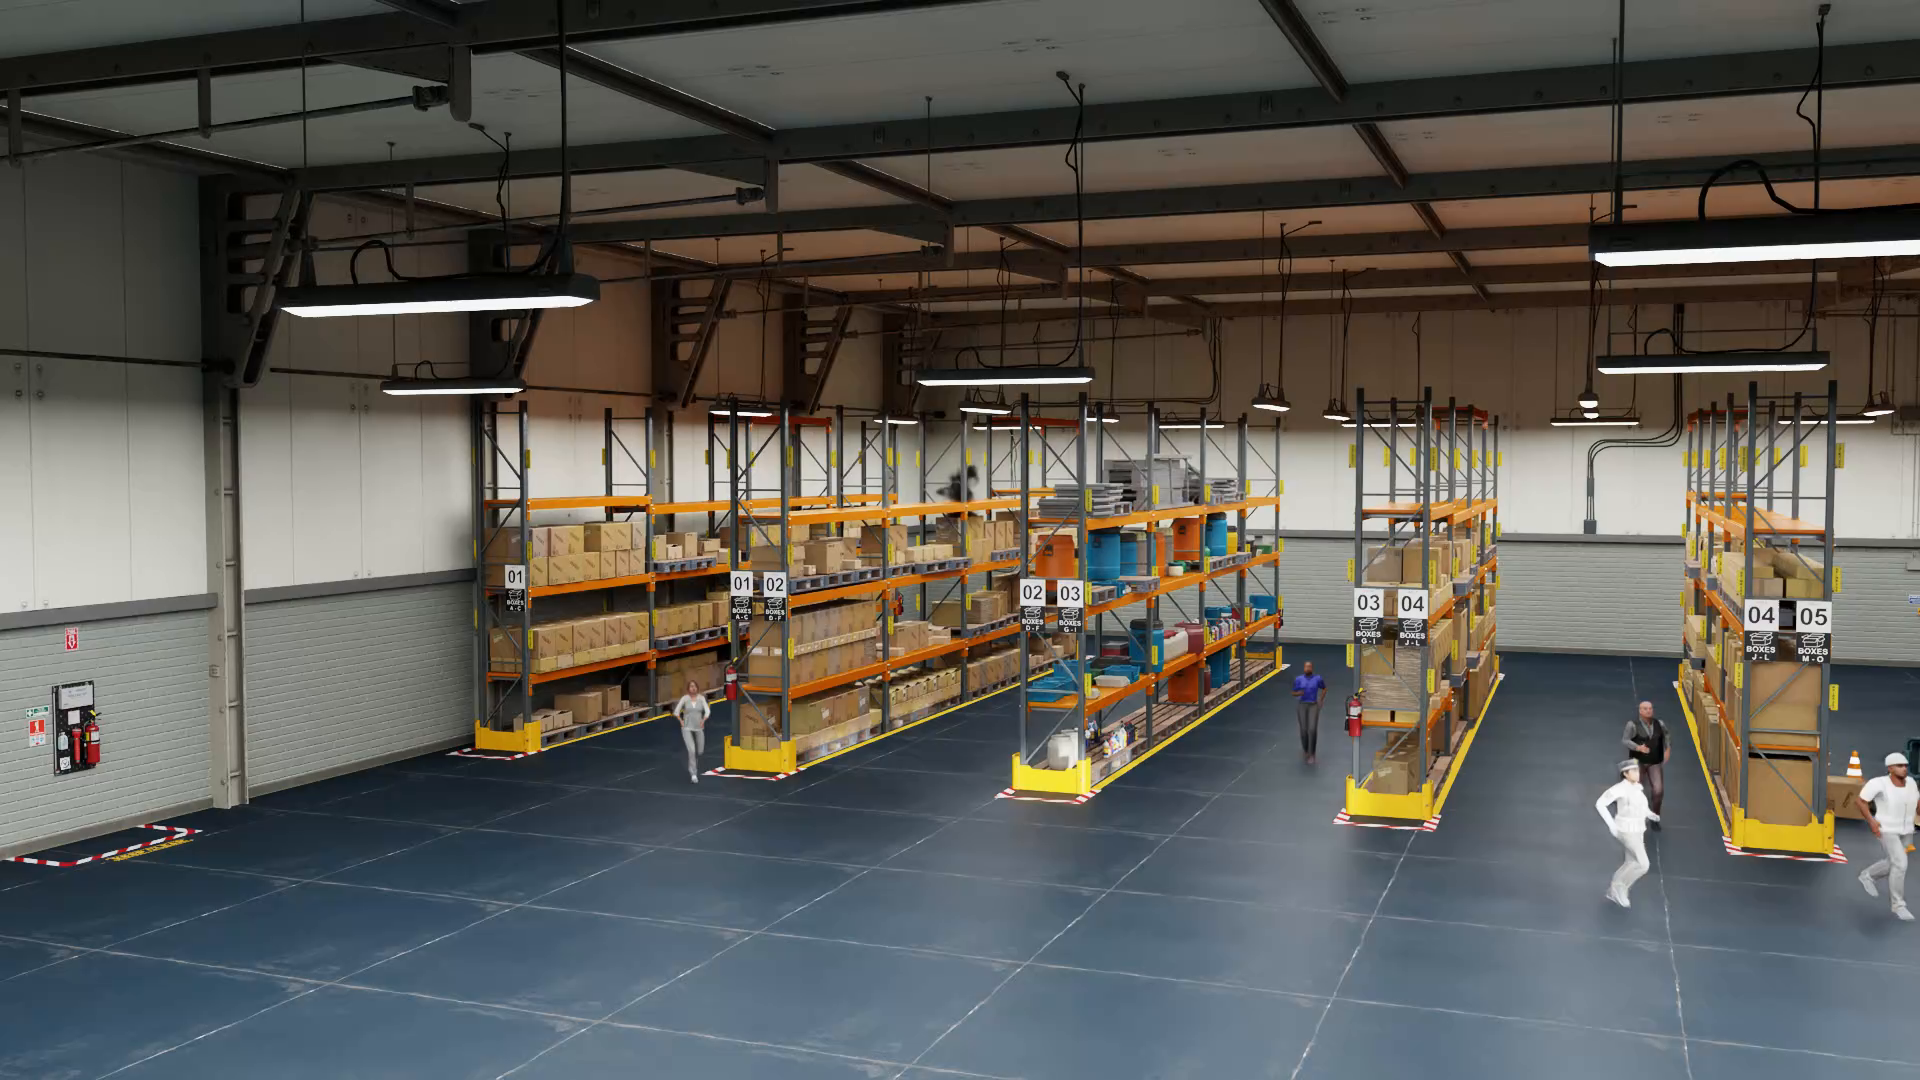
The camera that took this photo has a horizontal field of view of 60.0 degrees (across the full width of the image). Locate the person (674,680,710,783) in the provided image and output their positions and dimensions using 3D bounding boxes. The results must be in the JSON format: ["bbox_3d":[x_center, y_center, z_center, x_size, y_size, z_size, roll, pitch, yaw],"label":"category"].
[{"bbox_3d":[-4.177,2.982,25.976,0.562,1.571,0.571,-1,3,-22],"label":"person"}]

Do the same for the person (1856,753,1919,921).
[{"bbox_3d":[10.289,3.218,18.389,0.694,1.780,0.864,-1,3,-15],"label":"person"}]

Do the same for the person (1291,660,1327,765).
[{"bbox_3d":[5.757,2.847,27.477,0.556,1.701,0.714,1,3,17],"label":"person"}]

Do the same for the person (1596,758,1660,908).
[{"bbox_3d":[7.473,3.252,18.476,0.586,1.666,0.624,-2,3,-36],"label":"person"}]

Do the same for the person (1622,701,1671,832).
[{"bbox_3d":[9.288,3.059,22.479,0.673,1.769,0.722,0,3,9],"label":"person"}]
